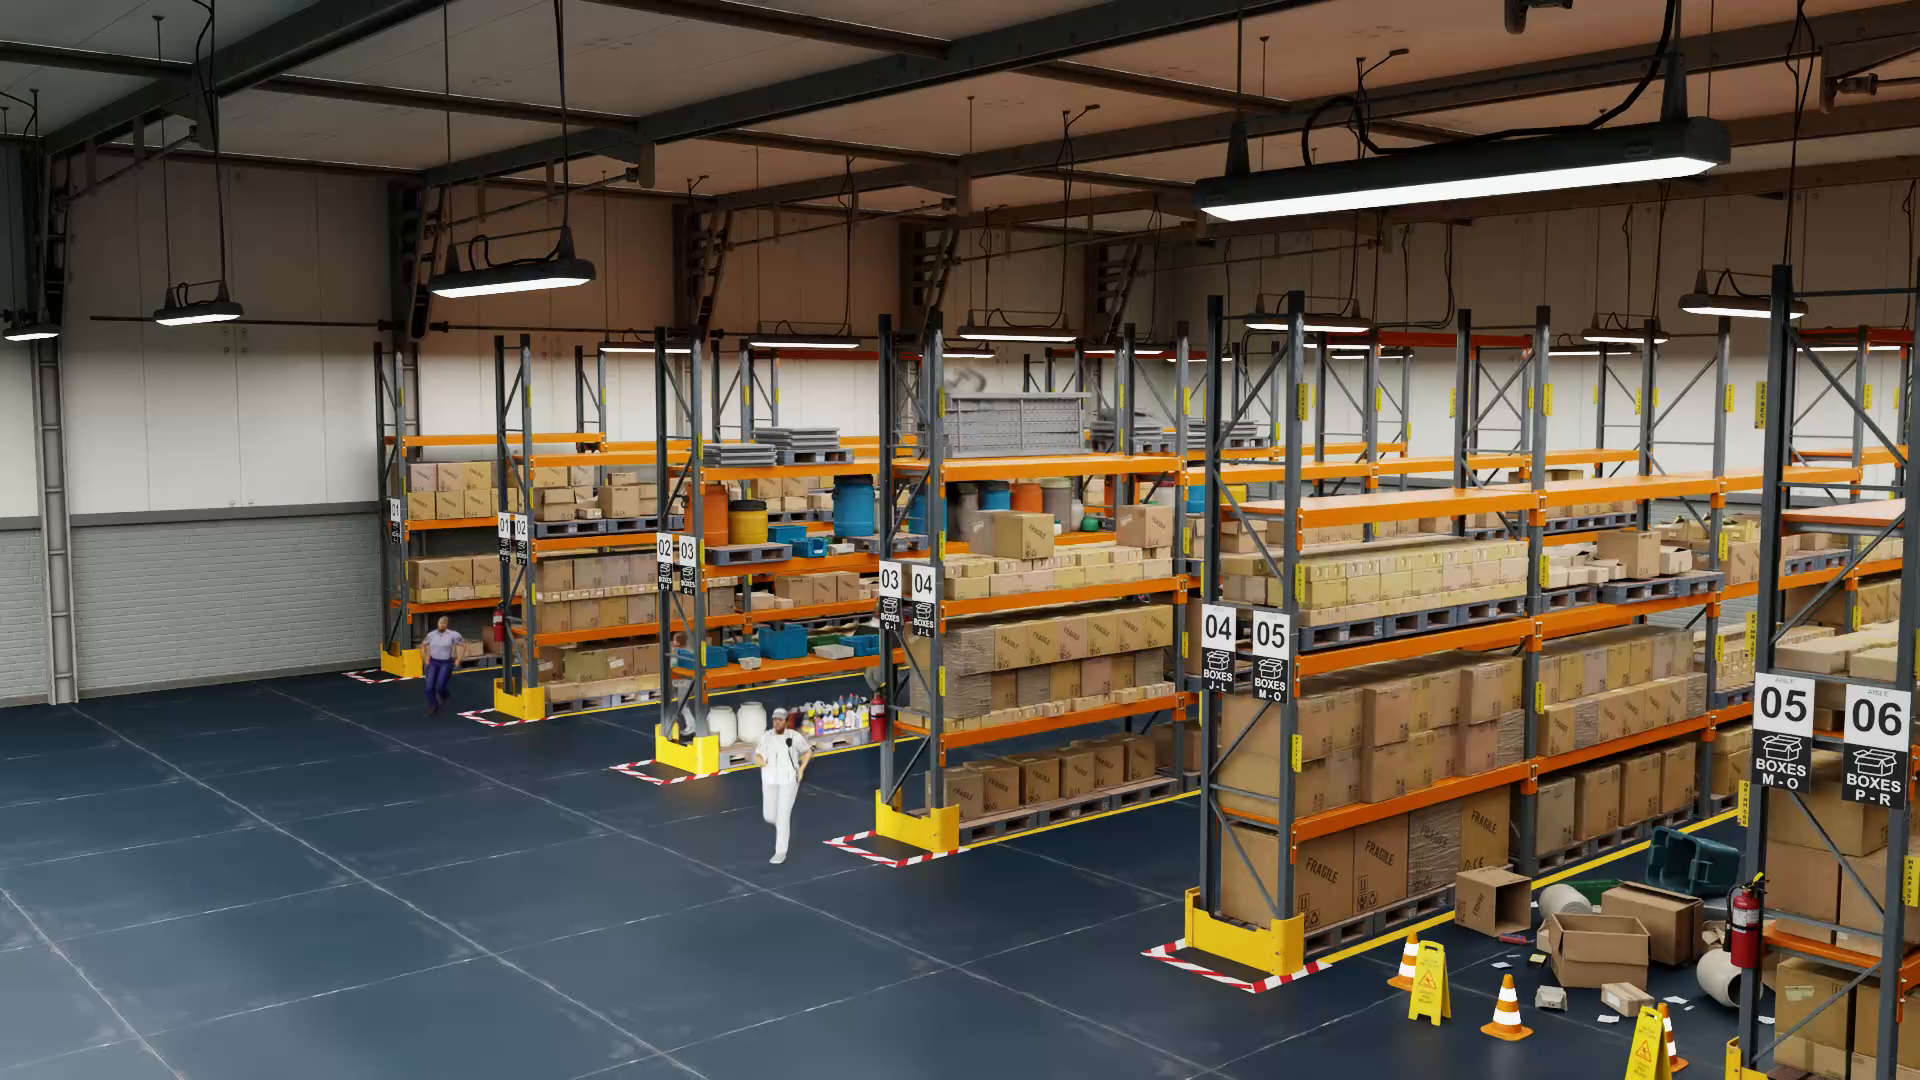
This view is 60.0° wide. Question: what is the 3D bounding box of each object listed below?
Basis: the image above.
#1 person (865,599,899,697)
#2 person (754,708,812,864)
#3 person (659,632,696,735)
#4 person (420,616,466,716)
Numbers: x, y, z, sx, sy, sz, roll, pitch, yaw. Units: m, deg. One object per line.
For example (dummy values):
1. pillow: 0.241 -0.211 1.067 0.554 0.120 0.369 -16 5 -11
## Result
1. person: -1.319 1.828 27.130 0.659 1.732 0.622 5 7 42
2. person: -1.972 2.668 18.380 0.618 1.639 0.878 1 5 11
3. person: -4.126 2.155 24.514 0.547 1.616 0.615 4 7 40
4. person: -8.207 1.991 26.373 0.696 1.579 0.534 0 5 0
